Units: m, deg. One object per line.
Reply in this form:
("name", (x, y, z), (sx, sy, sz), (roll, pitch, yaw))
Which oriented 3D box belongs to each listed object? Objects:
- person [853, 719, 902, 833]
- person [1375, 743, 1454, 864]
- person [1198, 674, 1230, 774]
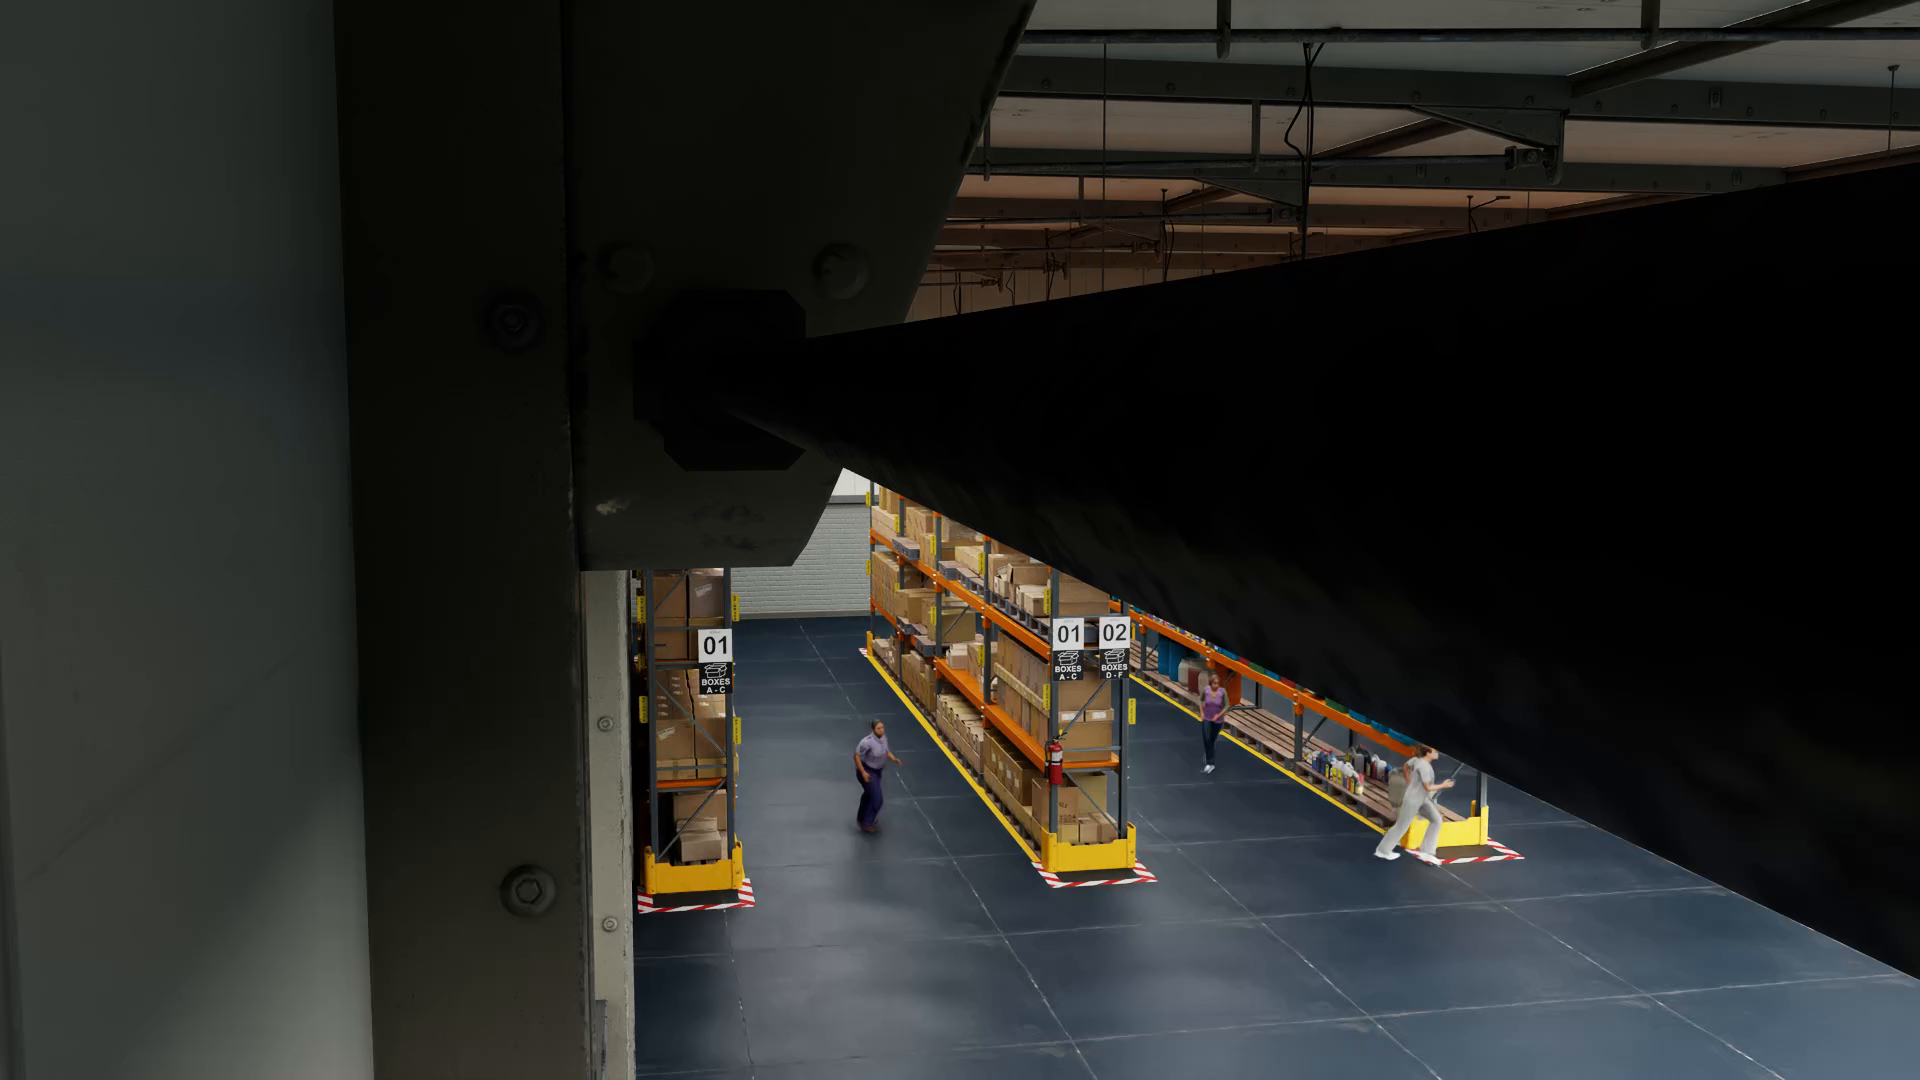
("person", (-1.163, 3.201, 22.760), (0.773, 1.592, 0.662), (3, 7, 24))
("person", (5.754, 3.313, 21.032), (0.949, 1.619, 0.503), (2, 6, 21))
("person", (3.992, 2.836, 26.191), (0.494, 1.556, 0.758), (1, 6, 5))
